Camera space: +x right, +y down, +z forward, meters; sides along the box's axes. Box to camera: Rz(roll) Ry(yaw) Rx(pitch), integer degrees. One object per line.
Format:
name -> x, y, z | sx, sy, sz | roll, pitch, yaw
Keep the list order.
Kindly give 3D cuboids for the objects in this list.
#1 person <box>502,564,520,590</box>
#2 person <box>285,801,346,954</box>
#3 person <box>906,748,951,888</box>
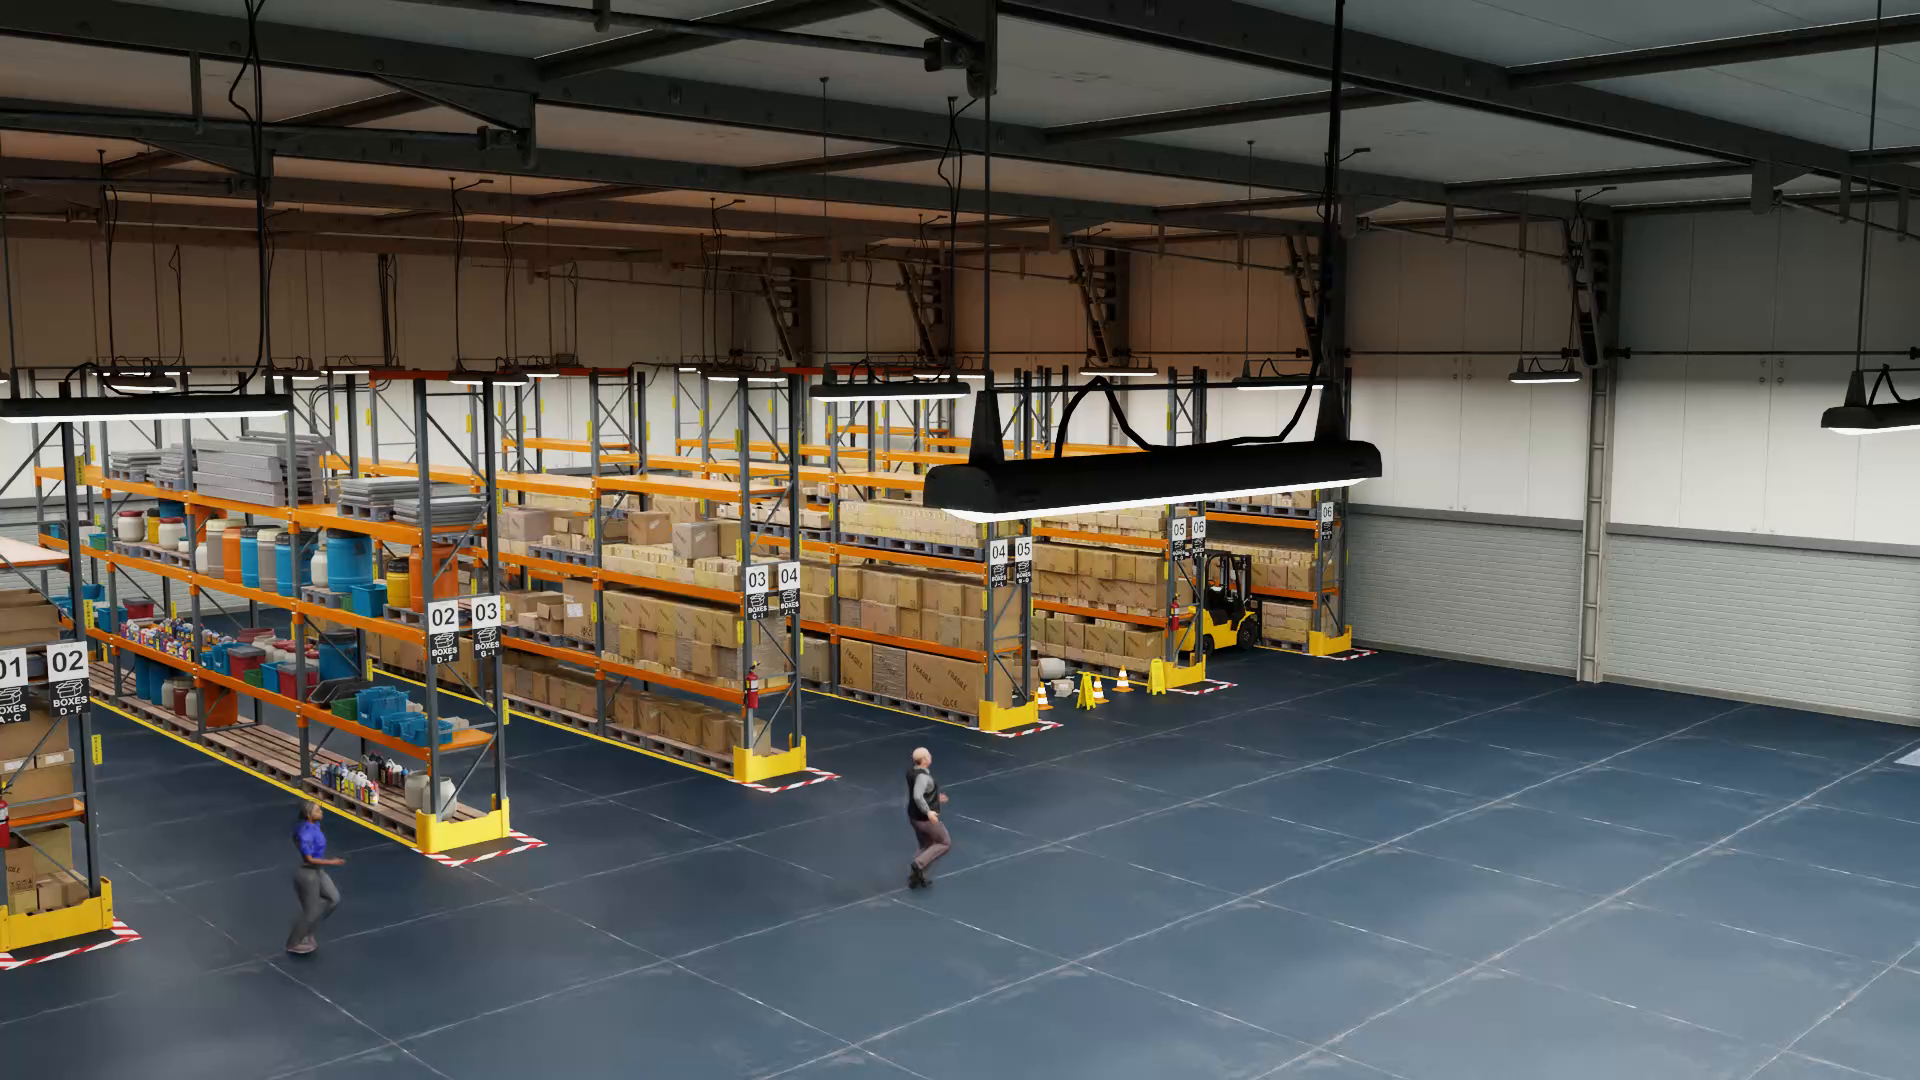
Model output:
person -> -10.923, 0.874, 40.797 | 0.698, 1.743, 0.744 | -6, 9, -42
person -> -6.811, 3.547, 17.565 | 0.644, 1.646, 0.598 | -1, 7, -13
person -> -0.375, 3.279, 19.689 | 0.575, 1.679, 0.657 | -3, 7, -23
